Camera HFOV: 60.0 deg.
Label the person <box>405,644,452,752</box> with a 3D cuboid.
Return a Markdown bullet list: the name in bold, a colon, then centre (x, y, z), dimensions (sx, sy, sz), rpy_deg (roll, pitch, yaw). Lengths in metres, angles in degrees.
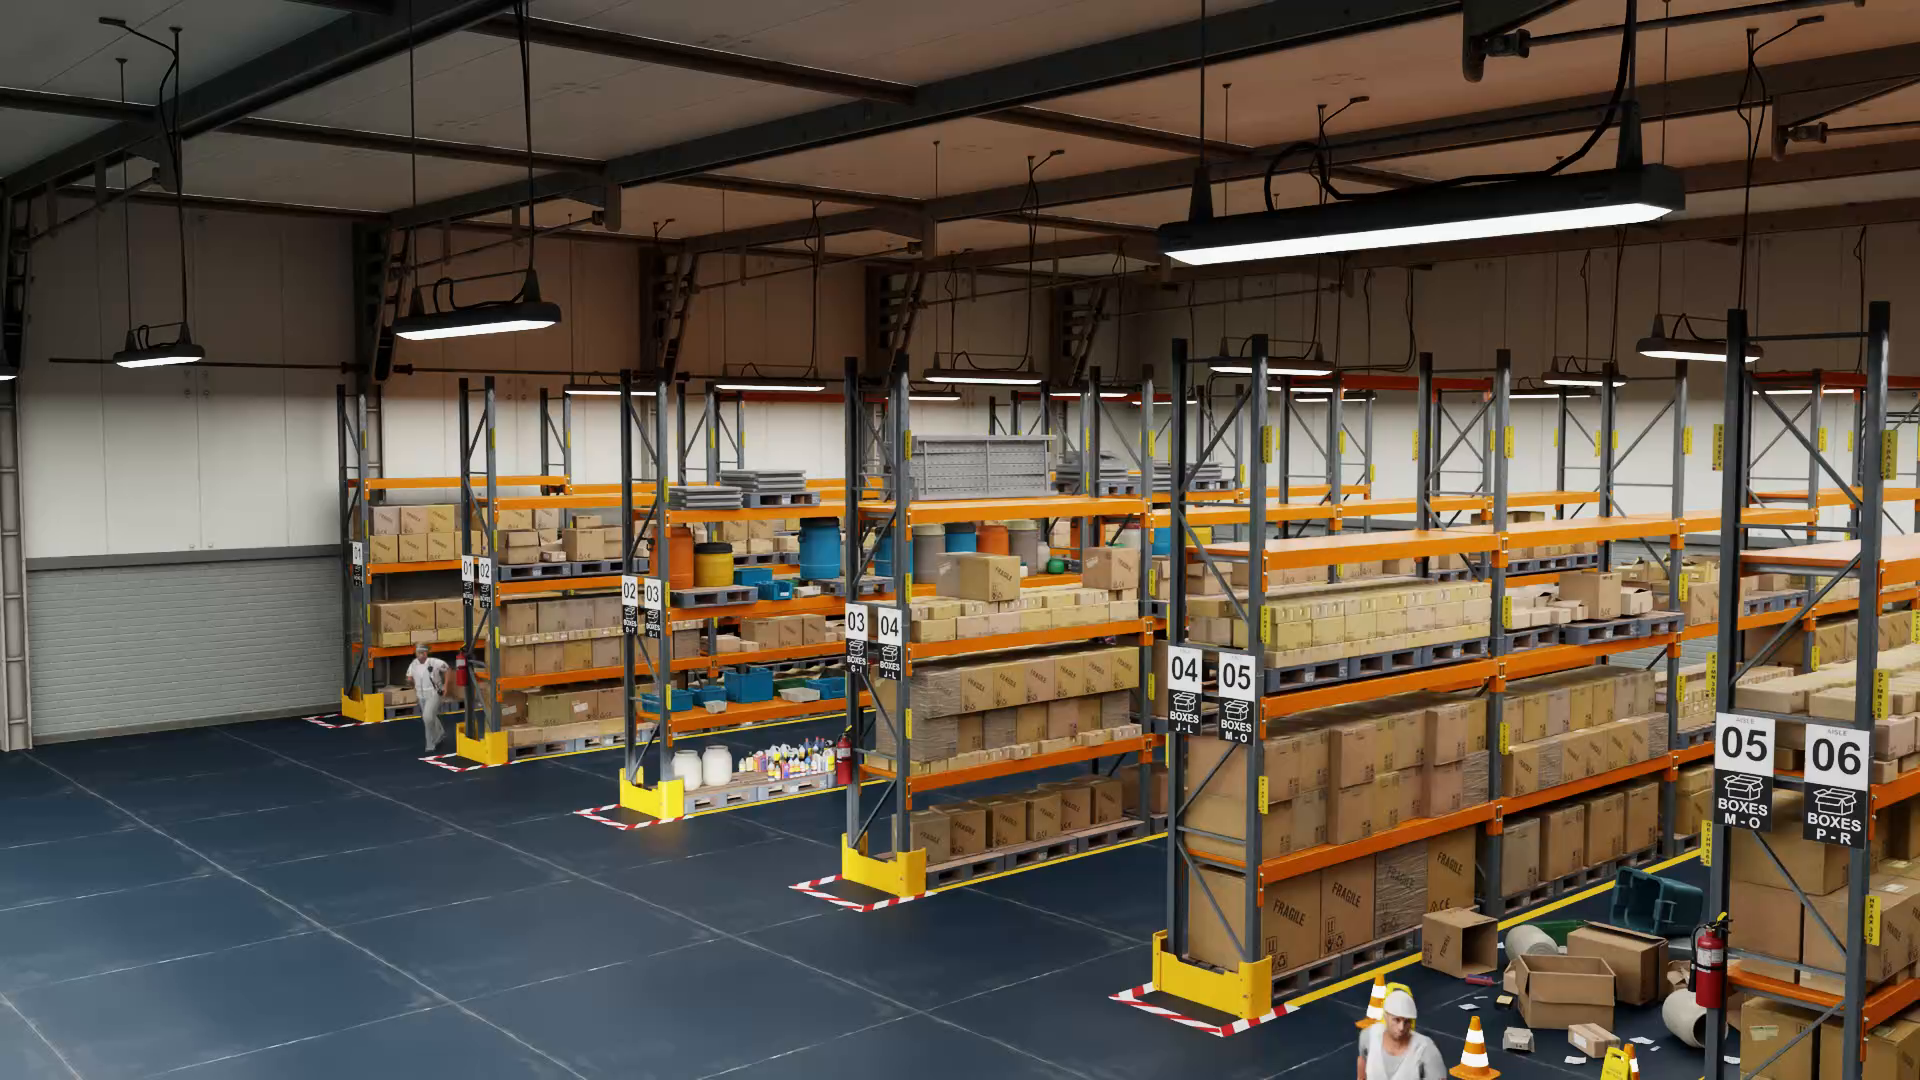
- **person**: centre (-8.640, 2.531, 27.030), dimensions (0.621, 1.763, 0.933), rpy_deg (1, 4, 18)

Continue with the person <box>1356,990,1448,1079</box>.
- **person**: centre (2.680, 3.606, 10.226), dimensions (0.635, 1.731, 0.814), rpy_deg (2, 4, 22)
